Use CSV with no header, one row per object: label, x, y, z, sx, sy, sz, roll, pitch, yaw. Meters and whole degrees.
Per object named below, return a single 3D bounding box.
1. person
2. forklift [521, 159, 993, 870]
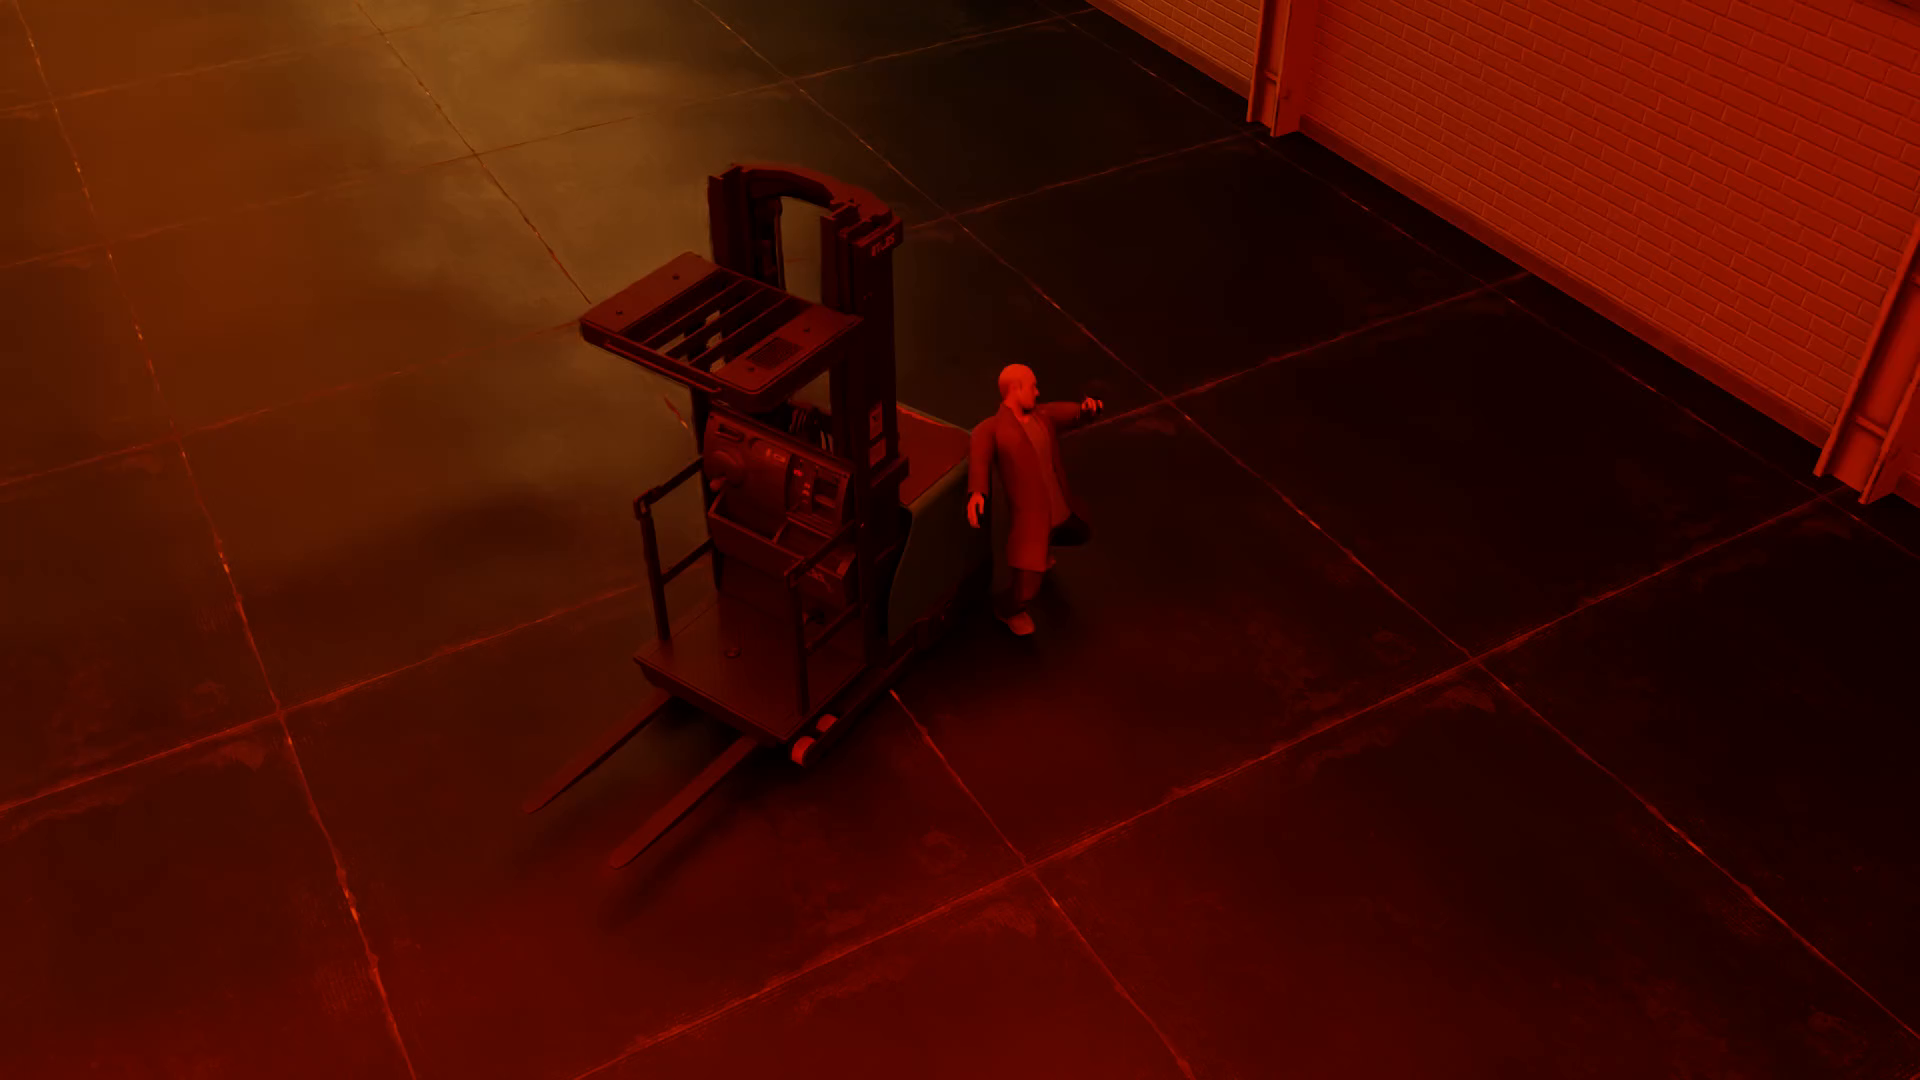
person,0.315,-0.140,9.233,0.754,1.583,1.129,27,46,28
forklift,-1.064,-0.272,8.364,1.130,2.935,3.031,24,45,26
